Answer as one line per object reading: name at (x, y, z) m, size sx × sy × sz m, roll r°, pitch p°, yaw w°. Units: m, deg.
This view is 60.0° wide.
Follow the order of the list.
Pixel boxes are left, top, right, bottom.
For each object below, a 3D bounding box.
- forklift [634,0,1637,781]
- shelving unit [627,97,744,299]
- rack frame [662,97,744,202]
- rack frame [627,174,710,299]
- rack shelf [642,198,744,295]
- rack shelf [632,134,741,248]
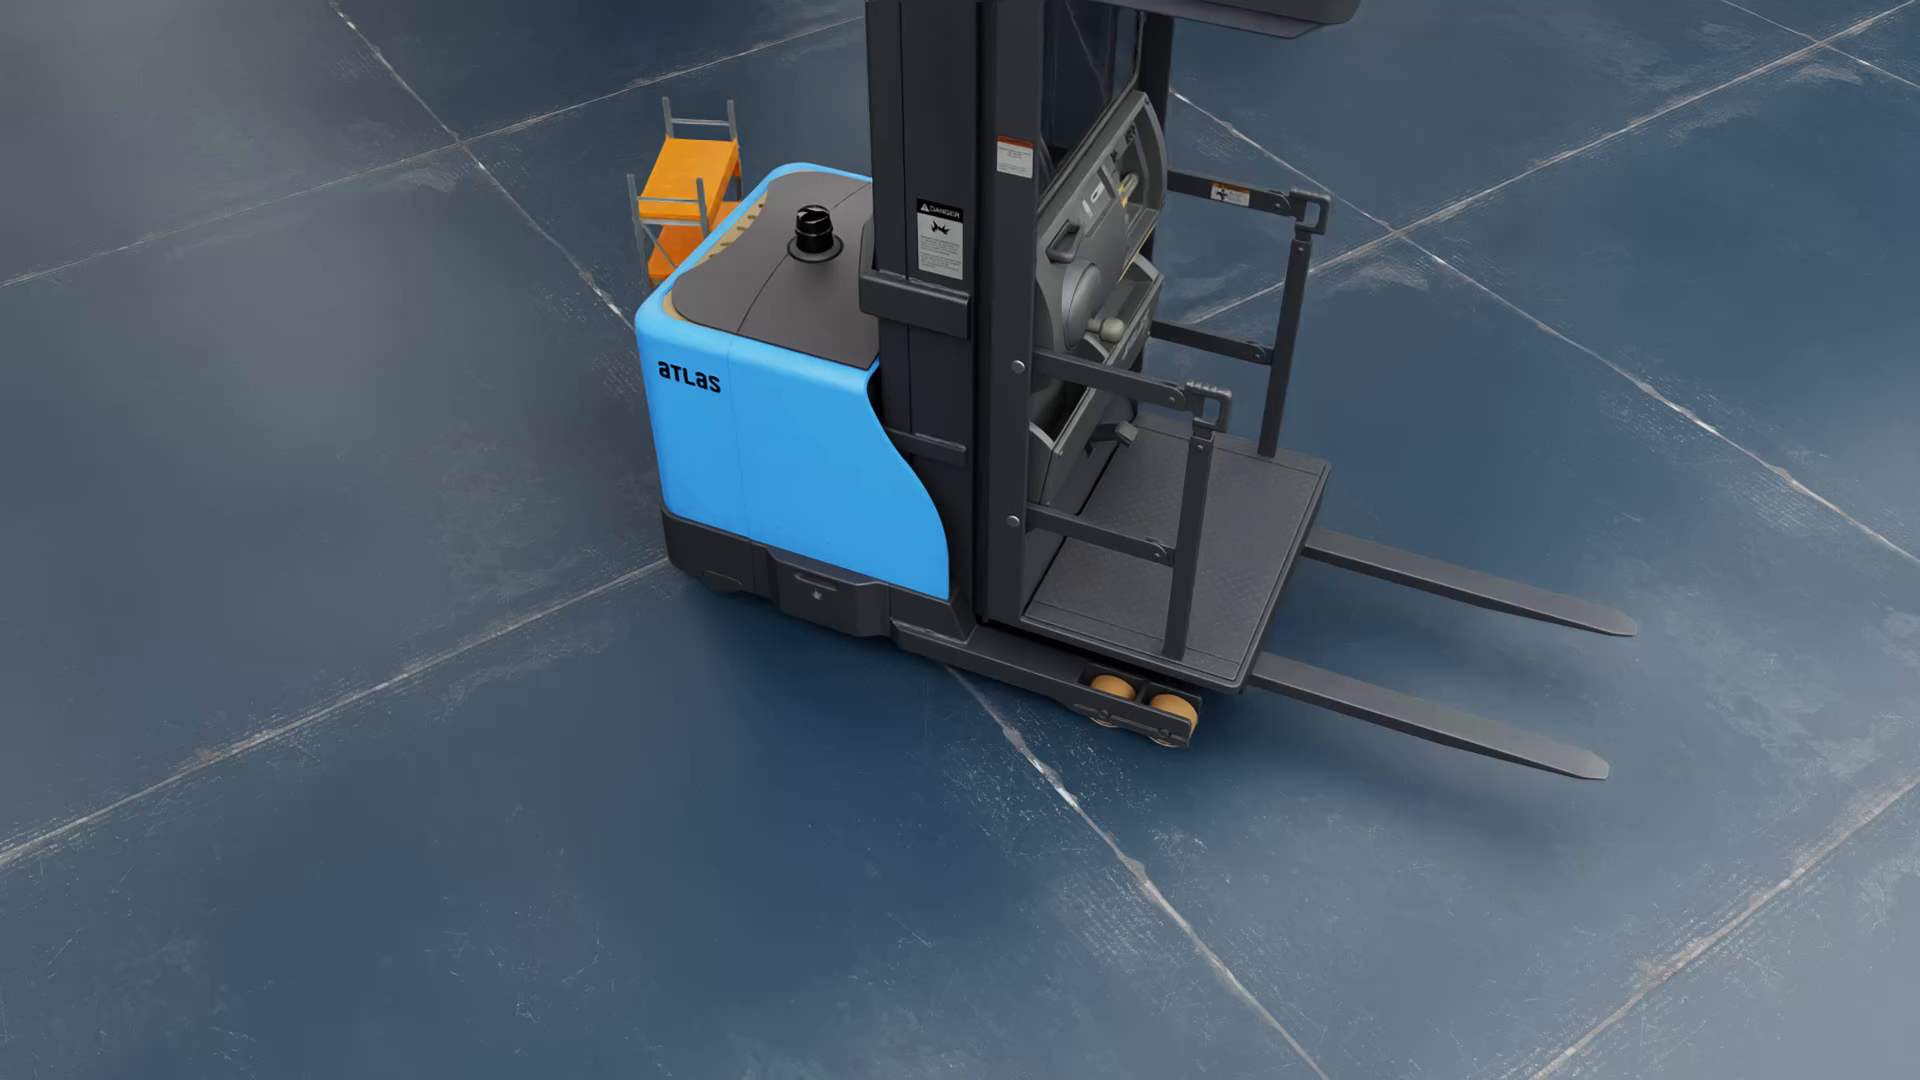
forklift at (0.581, -0.848, 4.515) m, size 3.031 × 2.935 × 1.130 m, roll 17°, pitch 46°, yaw 17°
shelving unit at (-0.900, -0.869, 5.792) m, size 0.258 × 1.200 × 0.503 m, roll 4°, pitch 44°, yaw 4°
rack frame at (-0.876, -1.037, 5.967) m, size 0.240 × 1.200 × 0.015 m, roll 4°, pitch 44°, yaw 4°
rack frame at (-0.924, -0.701, 5.616) m, size 0.240 × 1.200 × 0.015 m, roll 4°, pitch 44°, yaw 4°
rack shelf at (-0.900, -0.982, 5.683) m, size 0.258 × 0.148 × 0.480 m, roll 4°, pitch 44°, yaw 4°
rack shelf at (-0.900, -1.153, 5.520) m, size 0.258 × 0.148 × 0.480 m, roll 4°, pitch 44°, yaw 4°
